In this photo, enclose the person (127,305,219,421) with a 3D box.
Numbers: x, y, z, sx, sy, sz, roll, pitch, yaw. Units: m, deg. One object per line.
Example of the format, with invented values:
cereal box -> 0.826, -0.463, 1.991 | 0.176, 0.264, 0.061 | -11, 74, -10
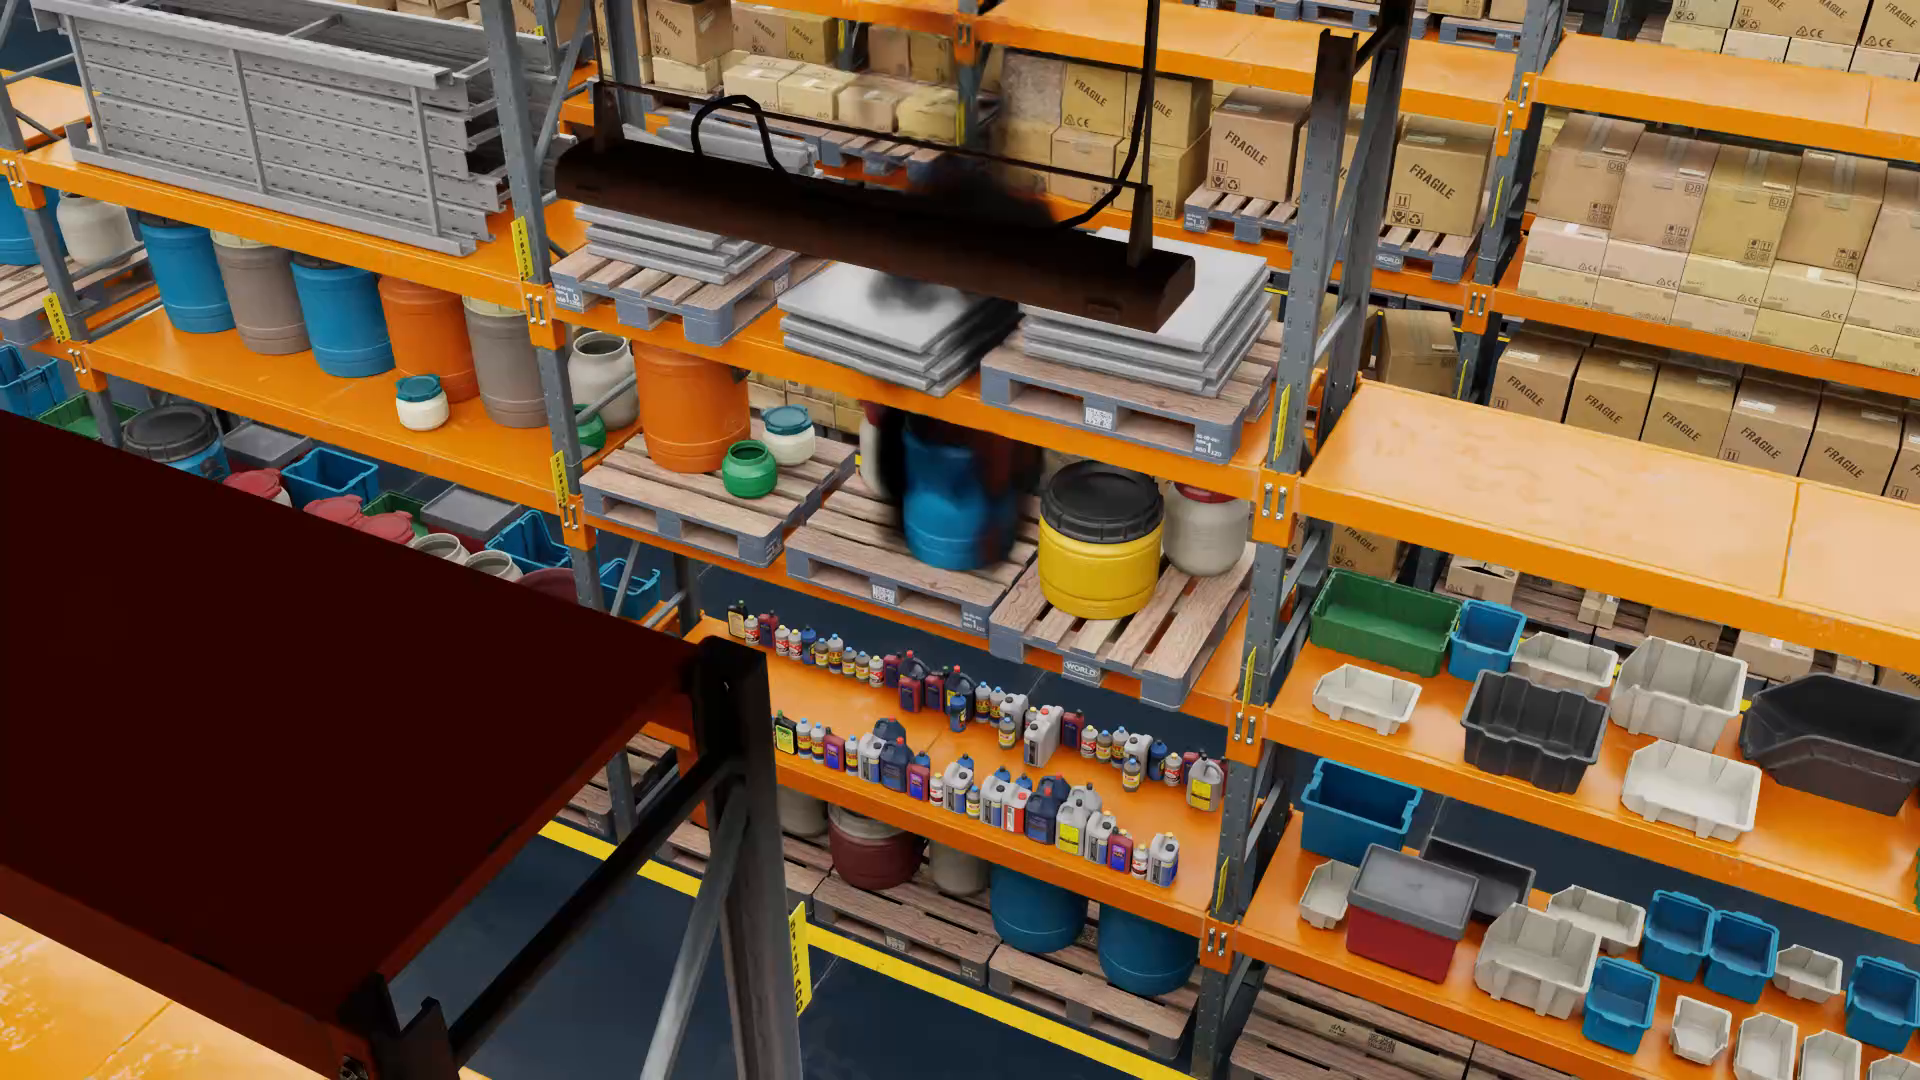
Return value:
person -> -6.885, -1.564, 14.515 | 0.950, 1.781, 0.688 | 6, 36, 9
